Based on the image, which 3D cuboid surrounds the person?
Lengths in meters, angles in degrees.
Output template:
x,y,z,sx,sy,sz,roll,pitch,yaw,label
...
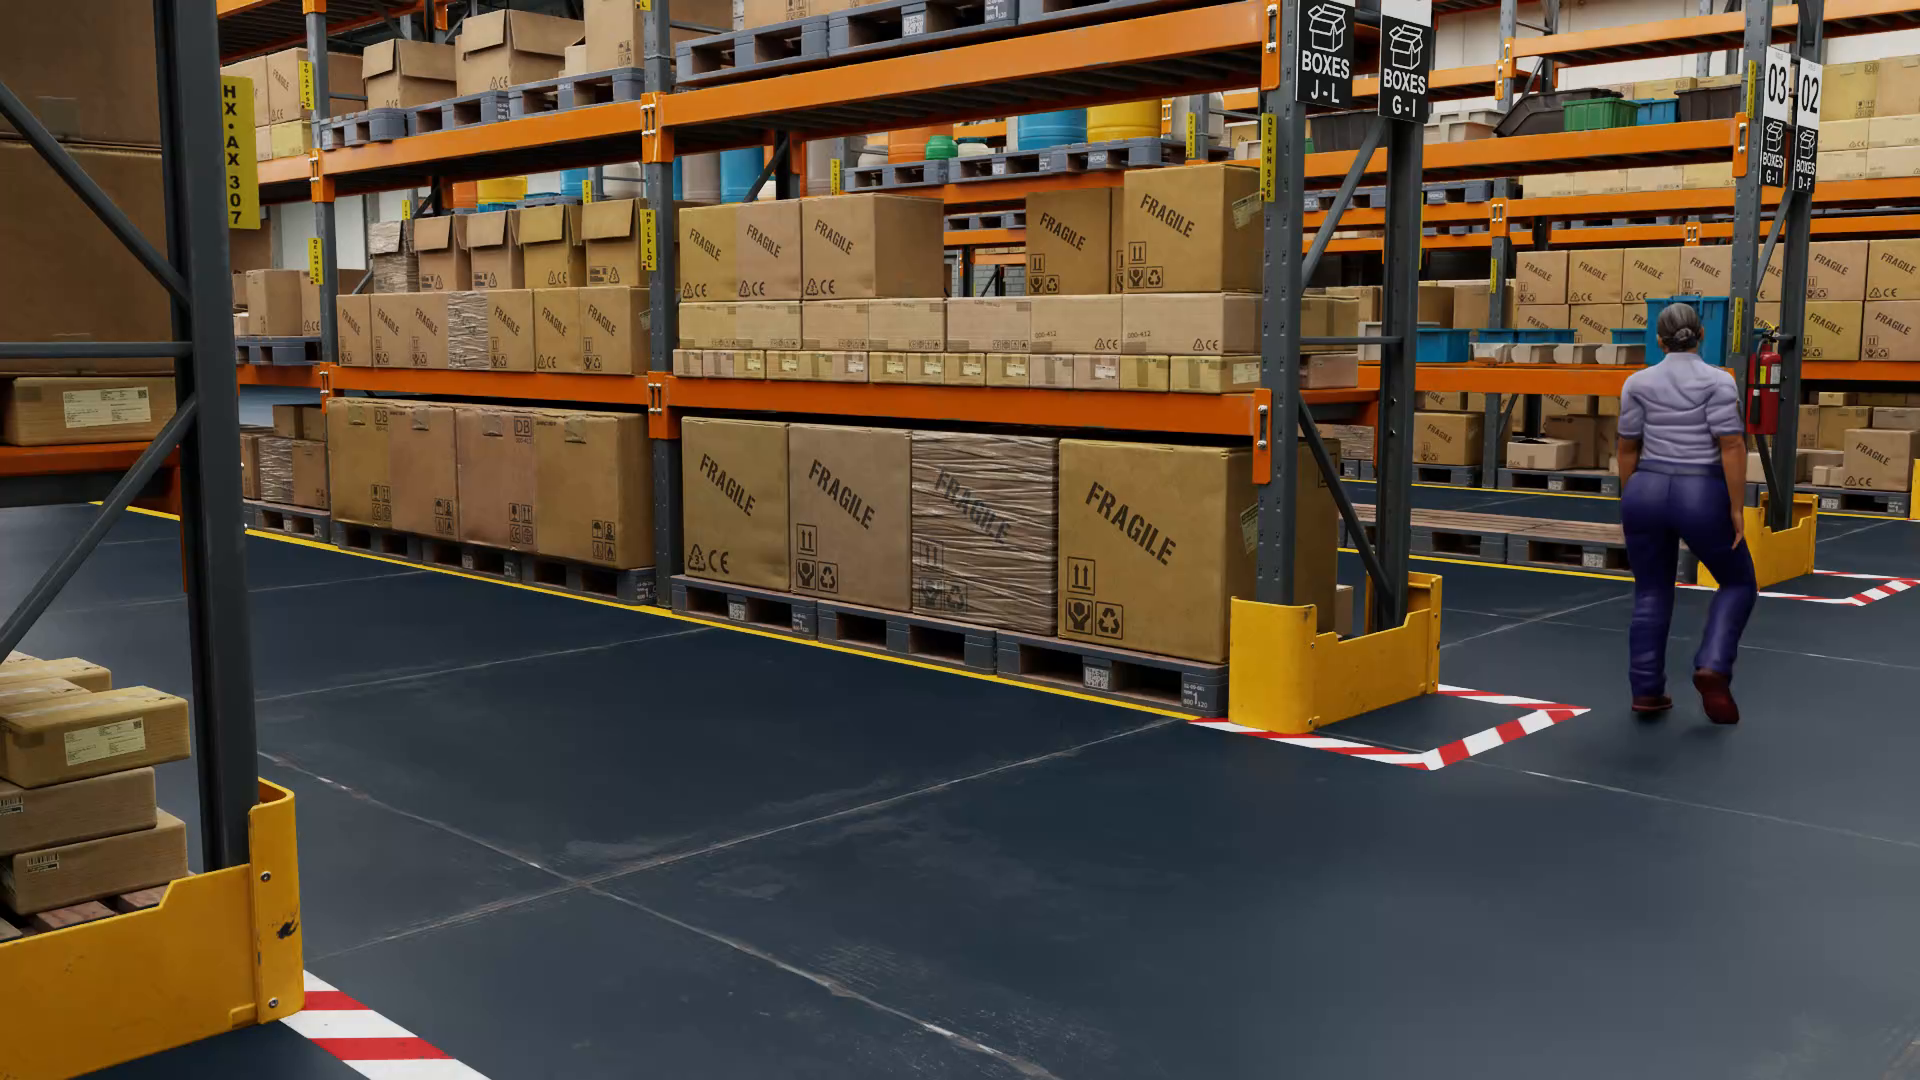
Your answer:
x,y,z,sx,sy,sz,roll,pitch,yaw,label
2.892,-0.105,6.650,0.527,1.671,0.436,6,9,38,person
